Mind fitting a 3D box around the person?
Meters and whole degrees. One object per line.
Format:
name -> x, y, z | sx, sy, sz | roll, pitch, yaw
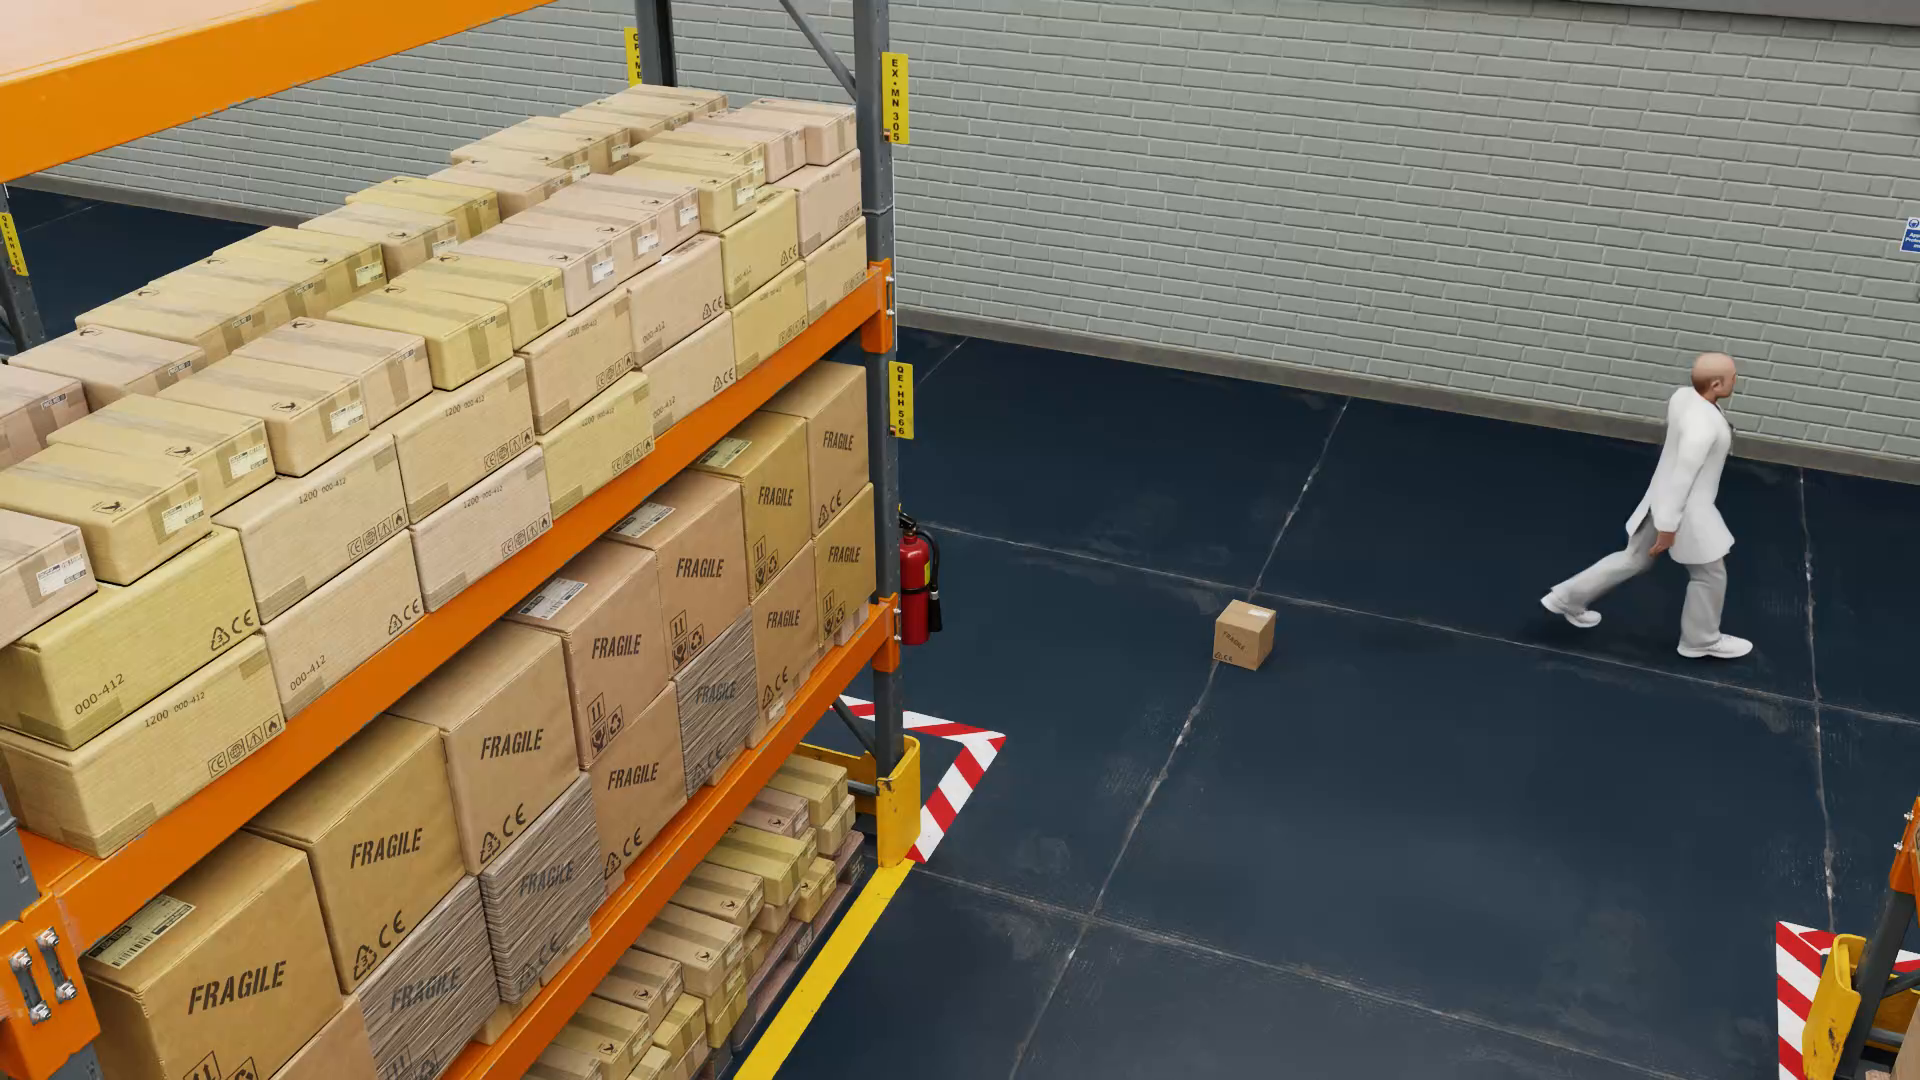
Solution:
person -> 3.749, -0.193, 8.767 | 1.099, 1.734, 0.595 | 2, 29, 4
